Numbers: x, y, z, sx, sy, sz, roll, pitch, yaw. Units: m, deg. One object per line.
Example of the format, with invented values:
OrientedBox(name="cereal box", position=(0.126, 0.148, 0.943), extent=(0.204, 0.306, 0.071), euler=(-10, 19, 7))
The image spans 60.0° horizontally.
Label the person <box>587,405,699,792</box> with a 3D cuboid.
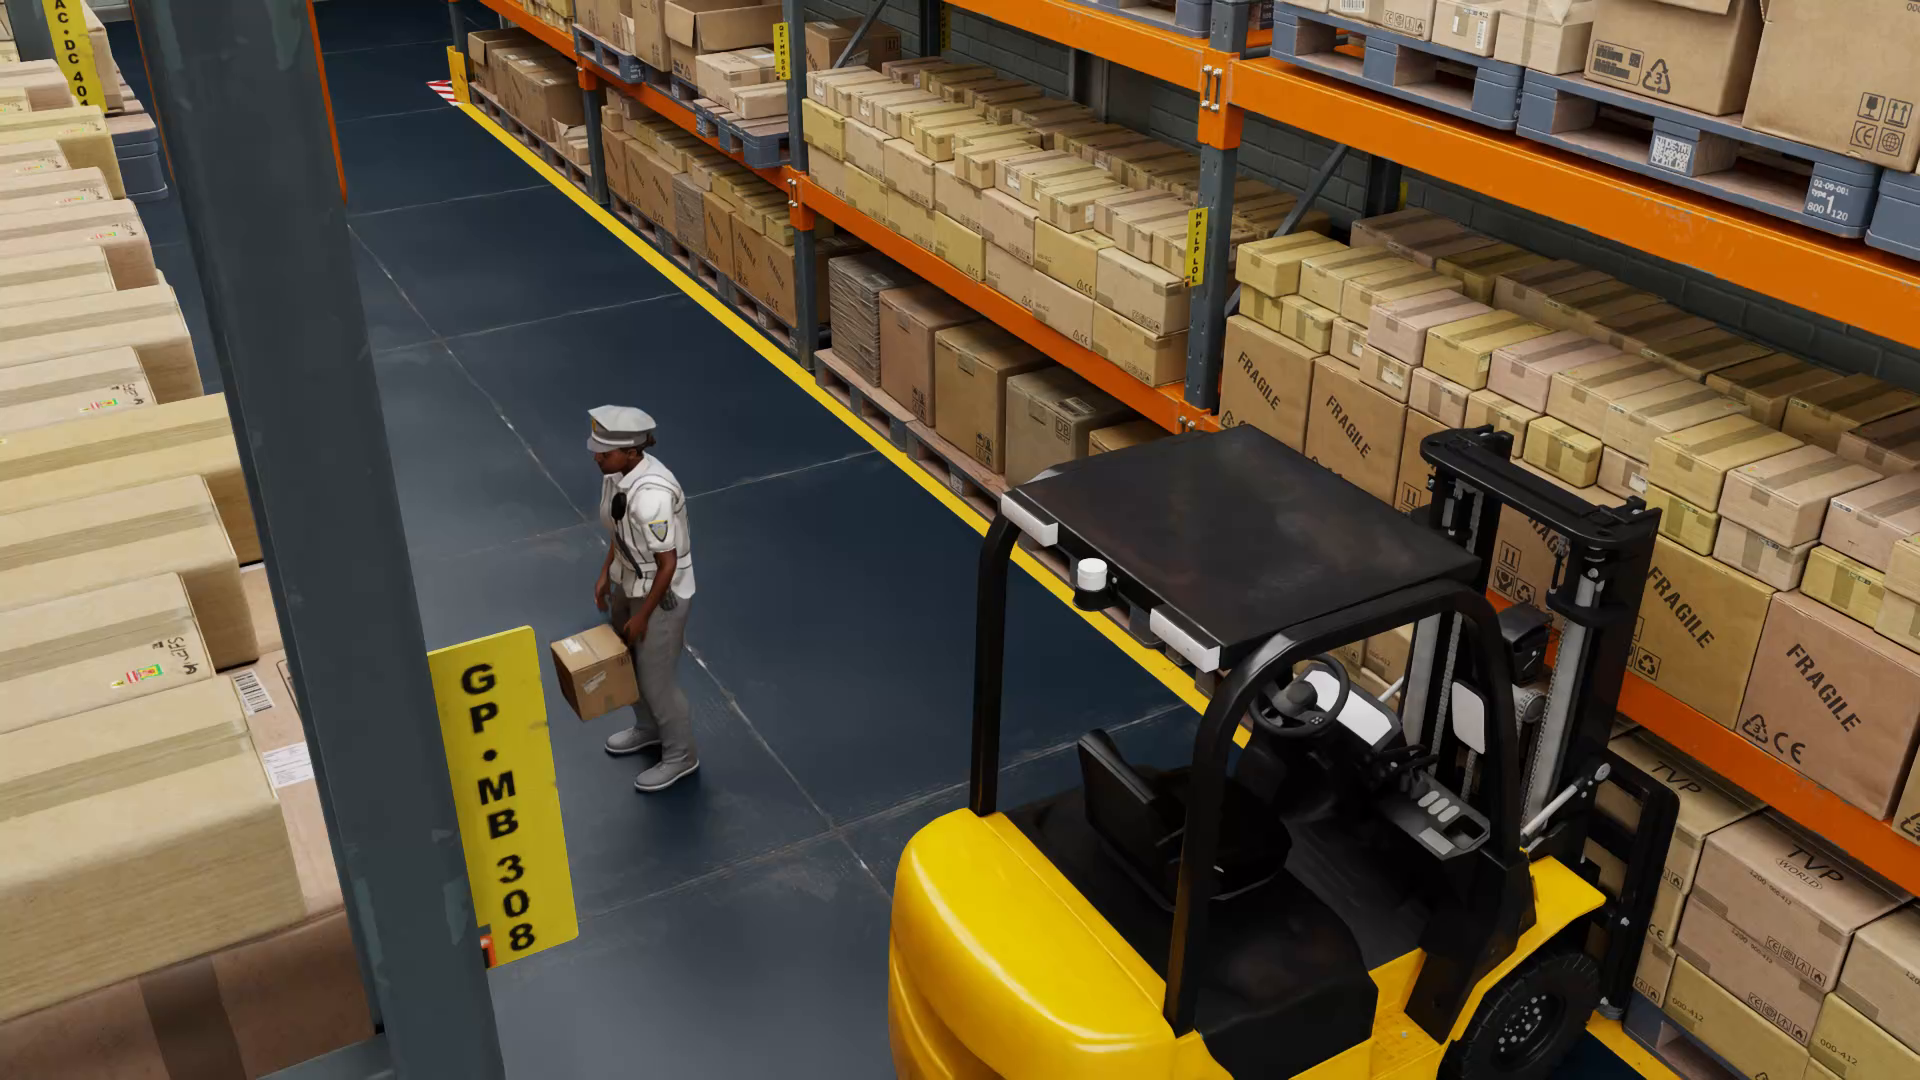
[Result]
OrientedBox(name="person", position=(-1.273, 0.217, 6.724), extent=(0.370, 1.672, 0.492), euler=(-17, 33, -27))
